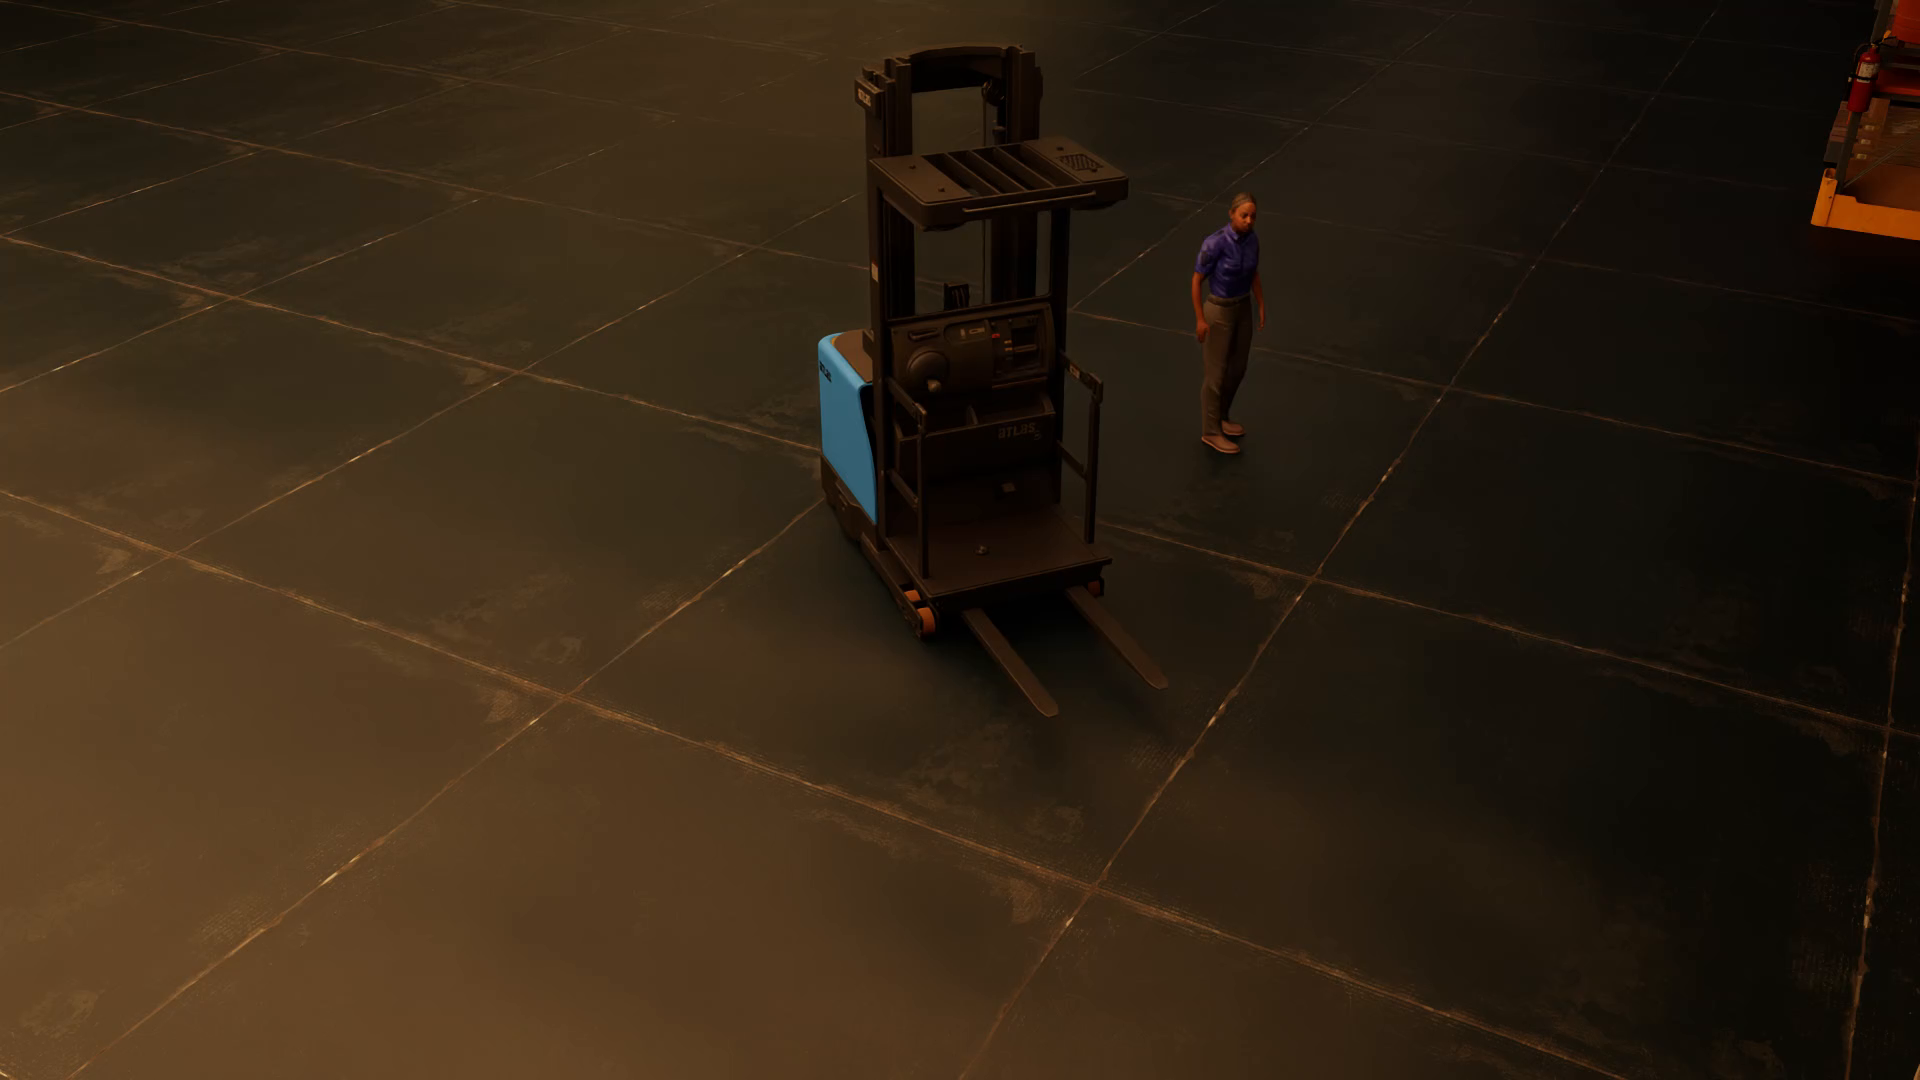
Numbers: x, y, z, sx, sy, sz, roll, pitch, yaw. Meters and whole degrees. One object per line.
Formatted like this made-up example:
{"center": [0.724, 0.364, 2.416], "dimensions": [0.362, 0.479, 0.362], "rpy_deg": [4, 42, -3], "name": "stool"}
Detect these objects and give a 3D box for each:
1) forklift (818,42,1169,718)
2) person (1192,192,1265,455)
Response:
{"center": [0.160, -0.979, 8.766], "dimensions": [1.130, 2.935, 3.031], "rpy_deg": [-12, 32, -19], "name": "forklift"}
{"center": [1.803, -1.419, 10.808], "dimensions": [0.611, 1.657, 0.477], "rpy_deg": [-23, 37, -34], "name": "person"}
